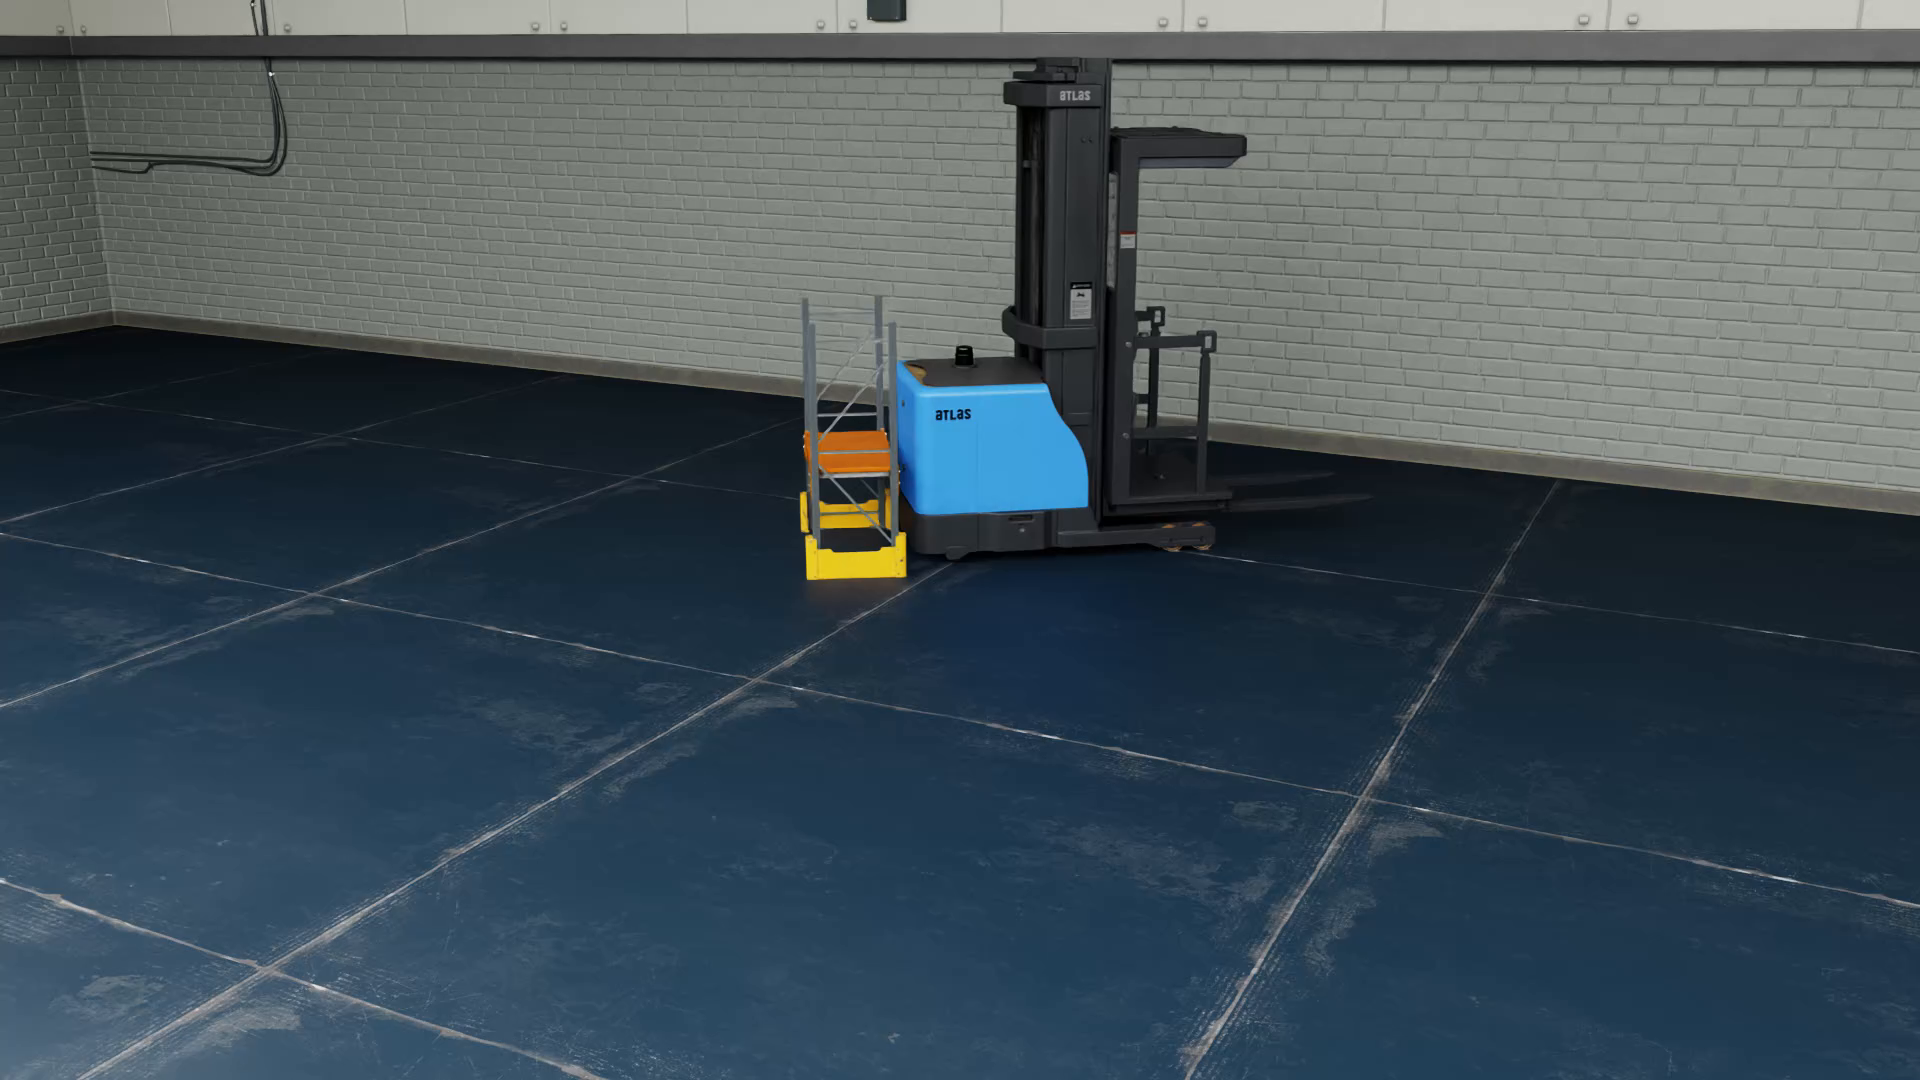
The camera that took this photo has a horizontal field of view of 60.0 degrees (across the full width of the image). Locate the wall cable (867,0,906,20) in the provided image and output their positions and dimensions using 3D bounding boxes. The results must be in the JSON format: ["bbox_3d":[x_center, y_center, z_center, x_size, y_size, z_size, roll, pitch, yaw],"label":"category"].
[{"bbox_3d":[0.295,-6.955,12.164,2.305,6.003,0.169,8,18,25],"label":"wall cable"}]

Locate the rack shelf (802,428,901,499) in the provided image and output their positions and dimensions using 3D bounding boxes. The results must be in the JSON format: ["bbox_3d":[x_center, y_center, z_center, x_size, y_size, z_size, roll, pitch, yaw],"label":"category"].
[{"bbox_3d":[-0.673,-0.476,10.124,0.538,0.185,1.000,-2,17,-7],"label":"rack shelf"}]

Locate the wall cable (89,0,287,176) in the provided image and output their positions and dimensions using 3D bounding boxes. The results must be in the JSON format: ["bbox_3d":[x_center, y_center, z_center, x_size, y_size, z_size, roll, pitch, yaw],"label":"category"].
[{"bbox_3d":[-8.191,-5.048,17.171,3.097,2.526,0.112,8,18,25],"label":"wall cable"}]

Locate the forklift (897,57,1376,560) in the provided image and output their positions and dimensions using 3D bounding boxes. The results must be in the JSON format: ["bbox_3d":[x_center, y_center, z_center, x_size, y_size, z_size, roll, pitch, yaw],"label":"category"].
[{"bbox_3d":[1.121,-1.475,10.343,3.031,2.935,1.130,-3,17,-11],"label":"forklift"}]

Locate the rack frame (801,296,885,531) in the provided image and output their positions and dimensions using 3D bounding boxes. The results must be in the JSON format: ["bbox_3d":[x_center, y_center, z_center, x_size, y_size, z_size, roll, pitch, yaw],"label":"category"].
[{"bbox_3d":[-0.736,-0.792,10.556,0.500,1.500,0.032,-2,17,-7],"label":"rack frame"}]

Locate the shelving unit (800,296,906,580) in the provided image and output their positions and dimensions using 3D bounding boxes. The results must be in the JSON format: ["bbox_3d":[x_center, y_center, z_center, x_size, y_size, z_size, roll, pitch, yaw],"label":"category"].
[{"bbox_3d":[-0.672,-0.646,10.064,0.587,1.500,1.083,-2,17,-7],"label":"shelving unit"}]

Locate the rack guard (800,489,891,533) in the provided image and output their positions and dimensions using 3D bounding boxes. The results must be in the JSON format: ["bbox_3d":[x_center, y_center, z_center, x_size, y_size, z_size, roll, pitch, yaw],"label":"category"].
[{"bbox_3d":[-0.734,-0.187,10.716,0.587,0.250,0.087,-2,17,-7],"label":"rack guard"}]

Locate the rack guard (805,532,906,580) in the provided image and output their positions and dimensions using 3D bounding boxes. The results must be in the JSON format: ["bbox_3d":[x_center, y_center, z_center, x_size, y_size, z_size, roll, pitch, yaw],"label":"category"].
[{"bbox_3d":[-0.610,0.094,9.768,0.587,0.250,0.087,-2,17,-7],"label":"rack guard"}]

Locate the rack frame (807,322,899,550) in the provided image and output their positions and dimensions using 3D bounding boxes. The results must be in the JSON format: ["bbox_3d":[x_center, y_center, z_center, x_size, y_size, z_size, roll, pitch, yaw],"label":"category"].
[{"bbox_3d":[-0.610,-0.505,9.589,0.500,1.500,0.032,-2,17,-7],"label":"rack frame"}]
